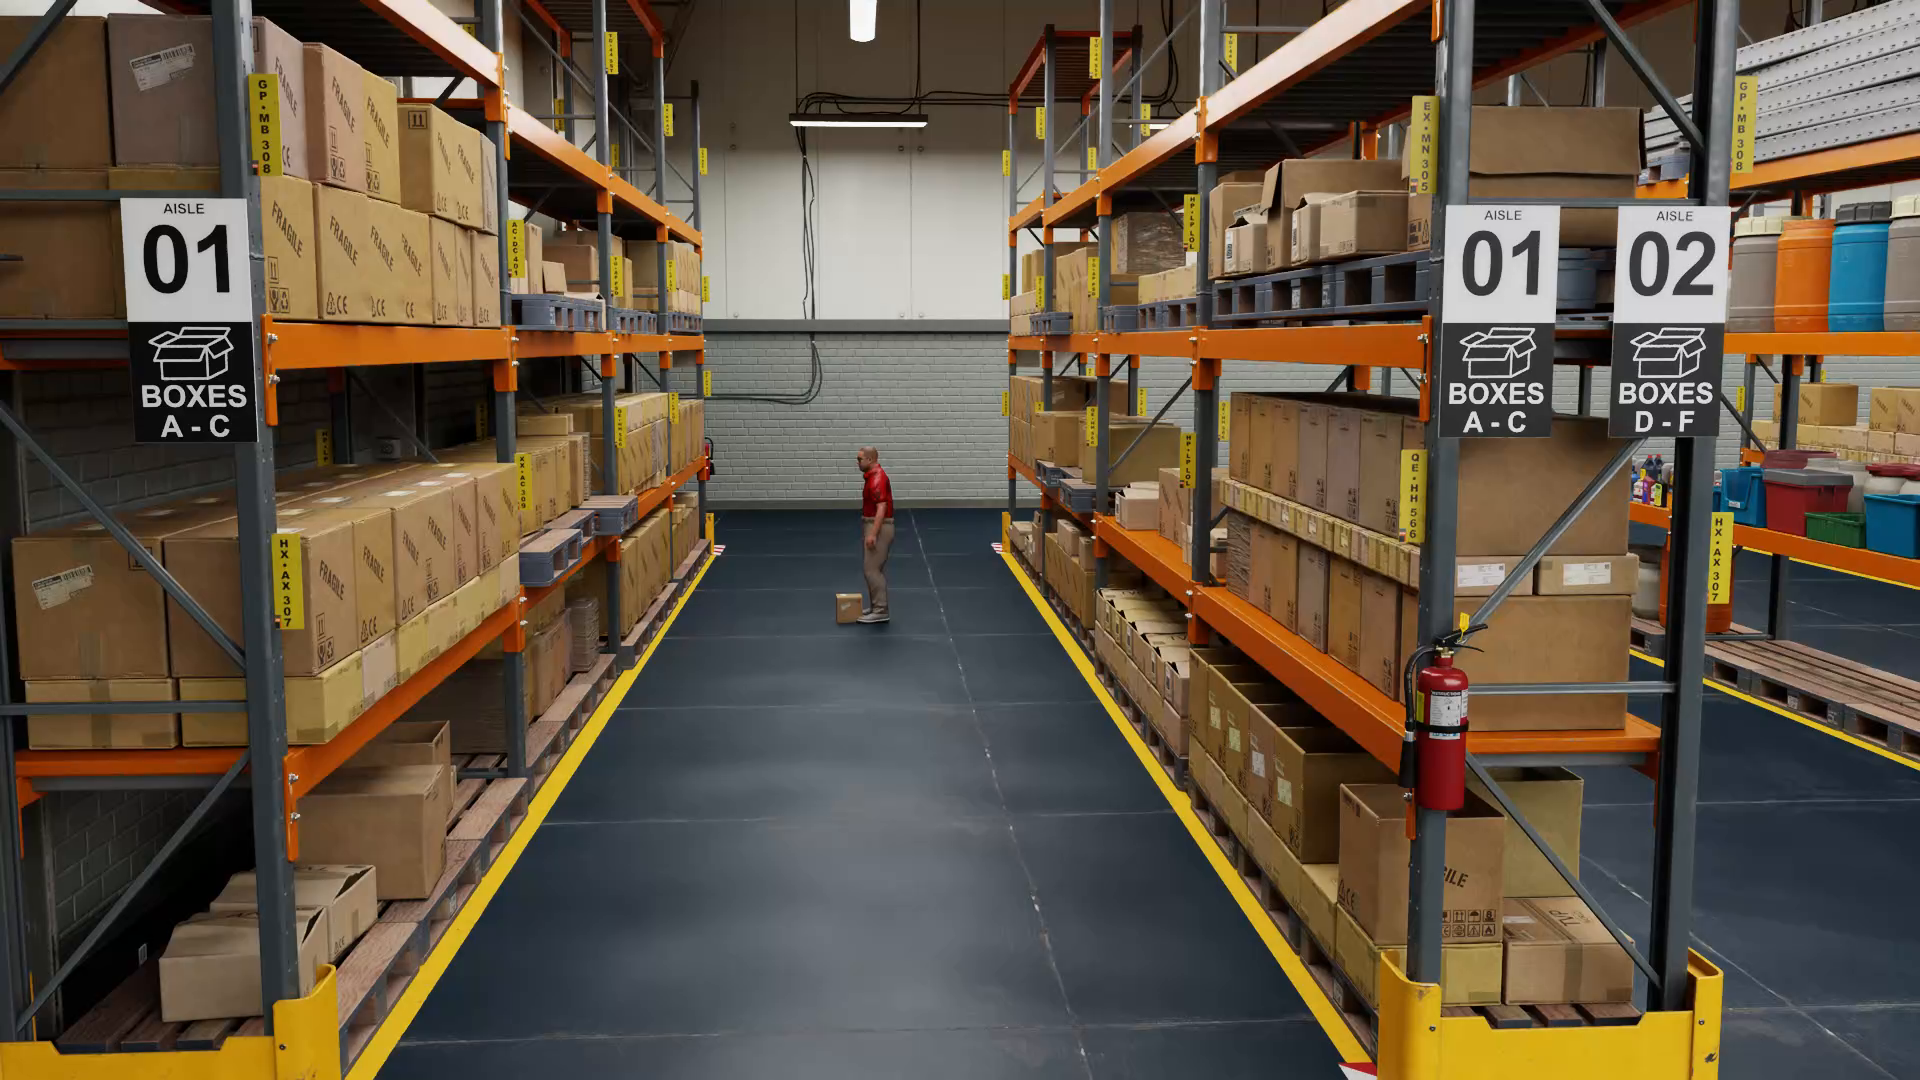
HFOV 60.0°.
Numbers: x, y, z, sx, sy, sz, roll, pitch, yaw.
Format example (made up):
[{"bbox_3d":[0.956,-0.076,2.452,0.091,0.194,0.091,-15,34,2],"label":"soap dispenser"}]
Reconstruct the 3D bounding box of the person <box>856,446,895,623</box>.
[{"bbox_3d":[-0.842,-0.065,16.340,0.380,1.728,0.604,-1,7,-6],"label":"person"}]
